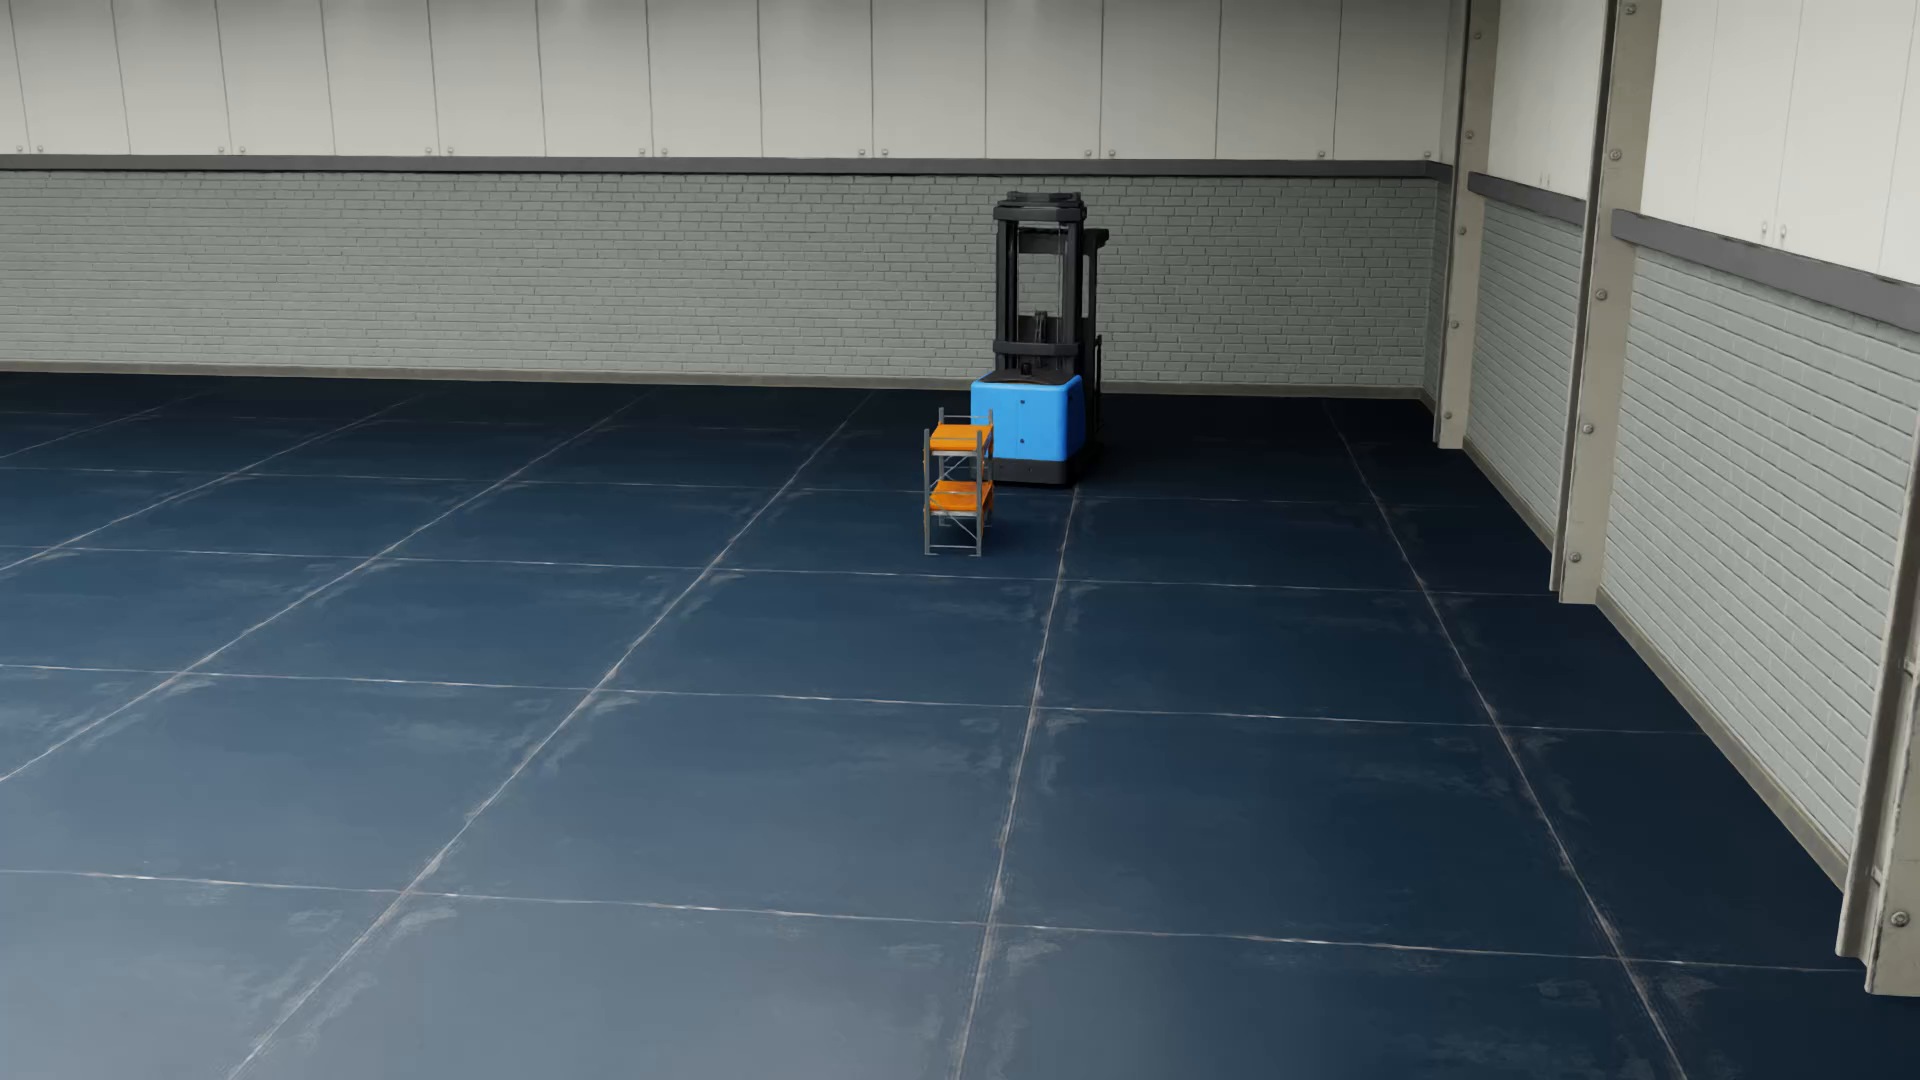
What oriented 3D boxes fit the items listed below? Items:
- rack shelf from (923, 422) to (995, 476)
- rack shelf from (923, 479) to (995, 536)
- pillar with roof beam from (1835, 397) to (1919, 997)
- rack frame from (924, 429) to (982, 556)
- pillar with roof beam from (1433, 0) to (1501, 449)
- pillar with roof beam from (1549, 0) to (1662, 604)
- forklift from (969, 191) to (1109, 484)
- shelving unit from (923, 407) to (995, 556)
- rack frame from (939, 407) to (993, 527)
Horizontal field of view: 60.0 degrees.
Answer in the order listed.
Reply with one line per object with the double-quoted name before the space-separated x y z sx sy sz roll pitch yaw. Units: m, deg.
"rack shelf" -0.001 -0.824 14.932 0.538 0.278 1.000 2 15 6
"rack shelf" -0.001 -0.305 15.073 0.538 0.278 1.000 2 15 6
"pillar with roof beam" 0.021 -2.458 7.013 9.100 9.000 0.400 2 15 6
"rack frame" -0.058 -0.409 14.521 0.500 1.125 0.032 2 15 6
"pillar with roof beam" 1.375 -5.570 18.523 9.100 9.000 0.400 2 15 6
"pillar with roof beam" 0.698 -4.014 12.768 9.100 9.000 0.400 2 15 6
"forklift" 0.988 -2.327 18.152 1.130 2.935 3.031 4 16 15
"shelving unit" -0.001 -0.541 15.009 0.538 1.125 1.048 2 15 6
"rack frame" 0.057 -0.673 15.496 0.500 1.125 0.032 2 15 6
